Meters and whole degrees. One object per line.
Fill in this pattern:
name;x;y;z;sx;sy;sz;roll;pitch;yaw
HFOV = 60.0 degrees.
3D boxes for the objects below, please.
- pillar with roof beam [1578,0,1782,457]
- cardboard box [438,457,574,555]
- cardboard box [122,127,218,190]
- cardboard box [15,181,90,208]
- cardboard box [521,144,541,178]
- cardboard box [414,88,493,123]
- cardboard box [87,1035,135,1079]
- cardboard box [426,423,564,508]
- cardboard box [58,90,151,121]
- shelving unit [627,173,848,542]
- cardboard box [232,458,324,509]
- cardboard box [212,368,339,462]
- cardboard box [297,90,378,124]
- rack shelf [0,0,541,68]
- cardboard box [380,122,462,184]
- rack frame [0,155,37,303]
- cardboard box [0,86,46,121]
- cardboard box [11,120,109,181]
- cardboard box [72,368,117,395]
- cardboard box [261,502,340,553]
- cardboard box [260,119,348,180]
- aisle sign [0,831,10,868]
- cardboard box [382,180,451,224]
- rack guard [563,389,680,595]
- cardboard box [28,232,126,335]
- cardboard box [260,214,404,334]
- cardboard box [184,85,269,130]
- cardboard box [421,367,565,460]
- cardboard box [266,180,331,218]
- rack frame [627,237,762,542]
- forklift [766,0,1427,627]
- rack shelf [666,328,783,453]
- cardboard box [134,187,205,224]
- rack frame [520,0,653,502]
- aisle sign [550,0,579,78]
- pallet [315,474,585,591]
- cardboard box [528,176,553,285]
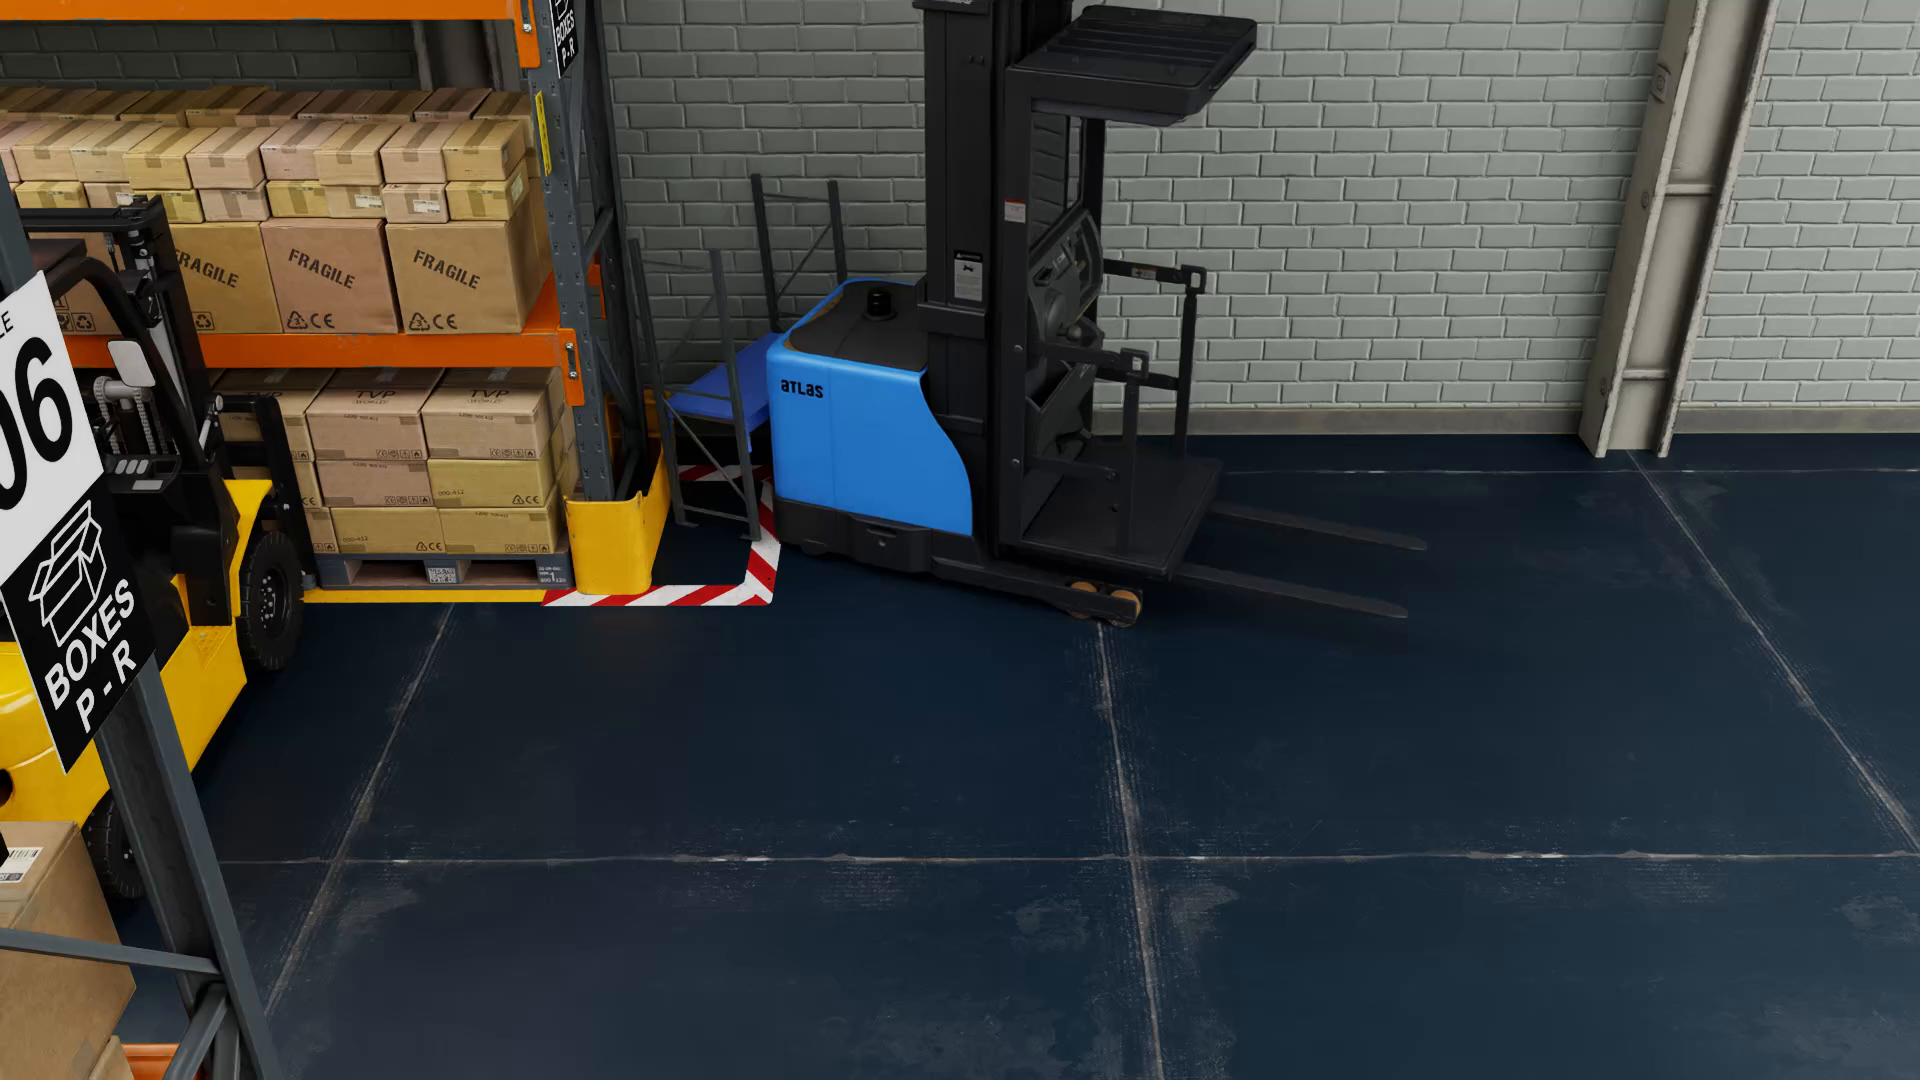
pillar with roof beam;3.653;-2.143;3.106;0.400;9.000;9.100;0;31;0
cardboard box;-2.139;-0.166;7.877;0.500;0.250;0.500;0;31;0
cardboard box;-3.303;-1.608;7.000;0.250;0.149;0.380;0;31;1
cardboard box;-3.804;-1.493;7.098;0.250;0.149;0.380;-1;31;-1
cardboard box;-2.012;-1.780;7.571;0.250;0.149;0.380;-1;31;-2
cardboard box;-2.274;-1.916;7.507;0.250;0.149;0.380;1;31;1
cardboard box;-1.978;1.249;3.542;0.250;0.149;0.380;0;31;0
cardboard box;-2.156;-0.381;7.750;0.500;0.250;0.500;-1;31;-1
cardboard box;-3.819;-1.891;7.467;0.250;0.149;0.380;1;31;1
shelving unit;-1.019;-0.928;8.307;0.538;1.500;1.048;11;33;26
cardboard box;-3.173;-0.372;7.736;0.500;0.250;0.500;-1;31;-1
cardboard box;-3.145;-0.584;7.602;0.500;0.250;0.500;0;31;0
cardboard box;-2.781;-1.899;7.480;0.250;0.149;0.380;0;31;0
rack shelf;-3.671;-2.295;6.943;4.000;0.370;1.077;0;31;0
cardboard box;-2.274;-1.647;7.064;0.250;0.149;0.380;0;31;0
rack frame;-1.637;-1.317;1.745;0.127;3.000;1.000;0;31;0
cardboard box;-4.328;-1.930;7.531;0.250;0.149;0.380;-1;31;-1
cardboard box;-3.813;-1.664;7.092;0.250;0.149;0.380;0;31;0
cardboard box;-4.176;-0.588;7.610;0.500;0.250;0.500;1;31;1
cardboard box;-3.136;-0.172;7.888;0.500;0.250;0.500;0;31;0
cardboard box;-2.785;-1.670;7.102;0.250;0.149;0.380;0;31;0
aisle sign;-1.573;0.287;2.380;0.004;0.787;0.394;0;31;0
cardboard box;-2.271;-1.484;7.083;0.250;0.149;0.380;0;31;0
rack guard;-1.647;-0.258;8.194;0.348;0.500;1.175;0;31;0
cardboard box;-3.695;-1.226;7.283;0.500;0.500;0.500;0;31;0
cardboard box;-2.680;-1.235;7.298;0.500;0.500;0.500;1;31;1
cardboard box;-3.308;-1.936;7.540;0.250;0.149;0.380;-1;31;-1
cardboard box;-2.129;-0.595;7.621;0.500;0.250;0.500;1;31;1
cardboard box;-2.779;-1.520;7.142;0.250;0.149;0.380;0;31;-1
rack frame;-1.254;-0.694;7.921;0.500;1.500;0.032;11;33;26
forklift;0.659;-1.168;7.350;3.031;2.935;1.130;11;33;18
rack shelf;-1.007;-0.771;8.395;0.538;0.185;1.000;11;33;26
cardboard box;-3.298;-1.484;7.082;0.250;0.149;0.380;0;31;0
rack frame;-1.671;-1.327;7.545;0.127;3.000;1.000;0;31;0
aisle sign;-1.603;-2.286;6.620;0.004;0.787;0.394;0;31;0
pallet;-2.435;-0.111;8.229;1.213;0.211;1.003;0;31;0
cardboard box;-2.168;-1.512;7.754;0.500;0.500;0.500;1;31;1
